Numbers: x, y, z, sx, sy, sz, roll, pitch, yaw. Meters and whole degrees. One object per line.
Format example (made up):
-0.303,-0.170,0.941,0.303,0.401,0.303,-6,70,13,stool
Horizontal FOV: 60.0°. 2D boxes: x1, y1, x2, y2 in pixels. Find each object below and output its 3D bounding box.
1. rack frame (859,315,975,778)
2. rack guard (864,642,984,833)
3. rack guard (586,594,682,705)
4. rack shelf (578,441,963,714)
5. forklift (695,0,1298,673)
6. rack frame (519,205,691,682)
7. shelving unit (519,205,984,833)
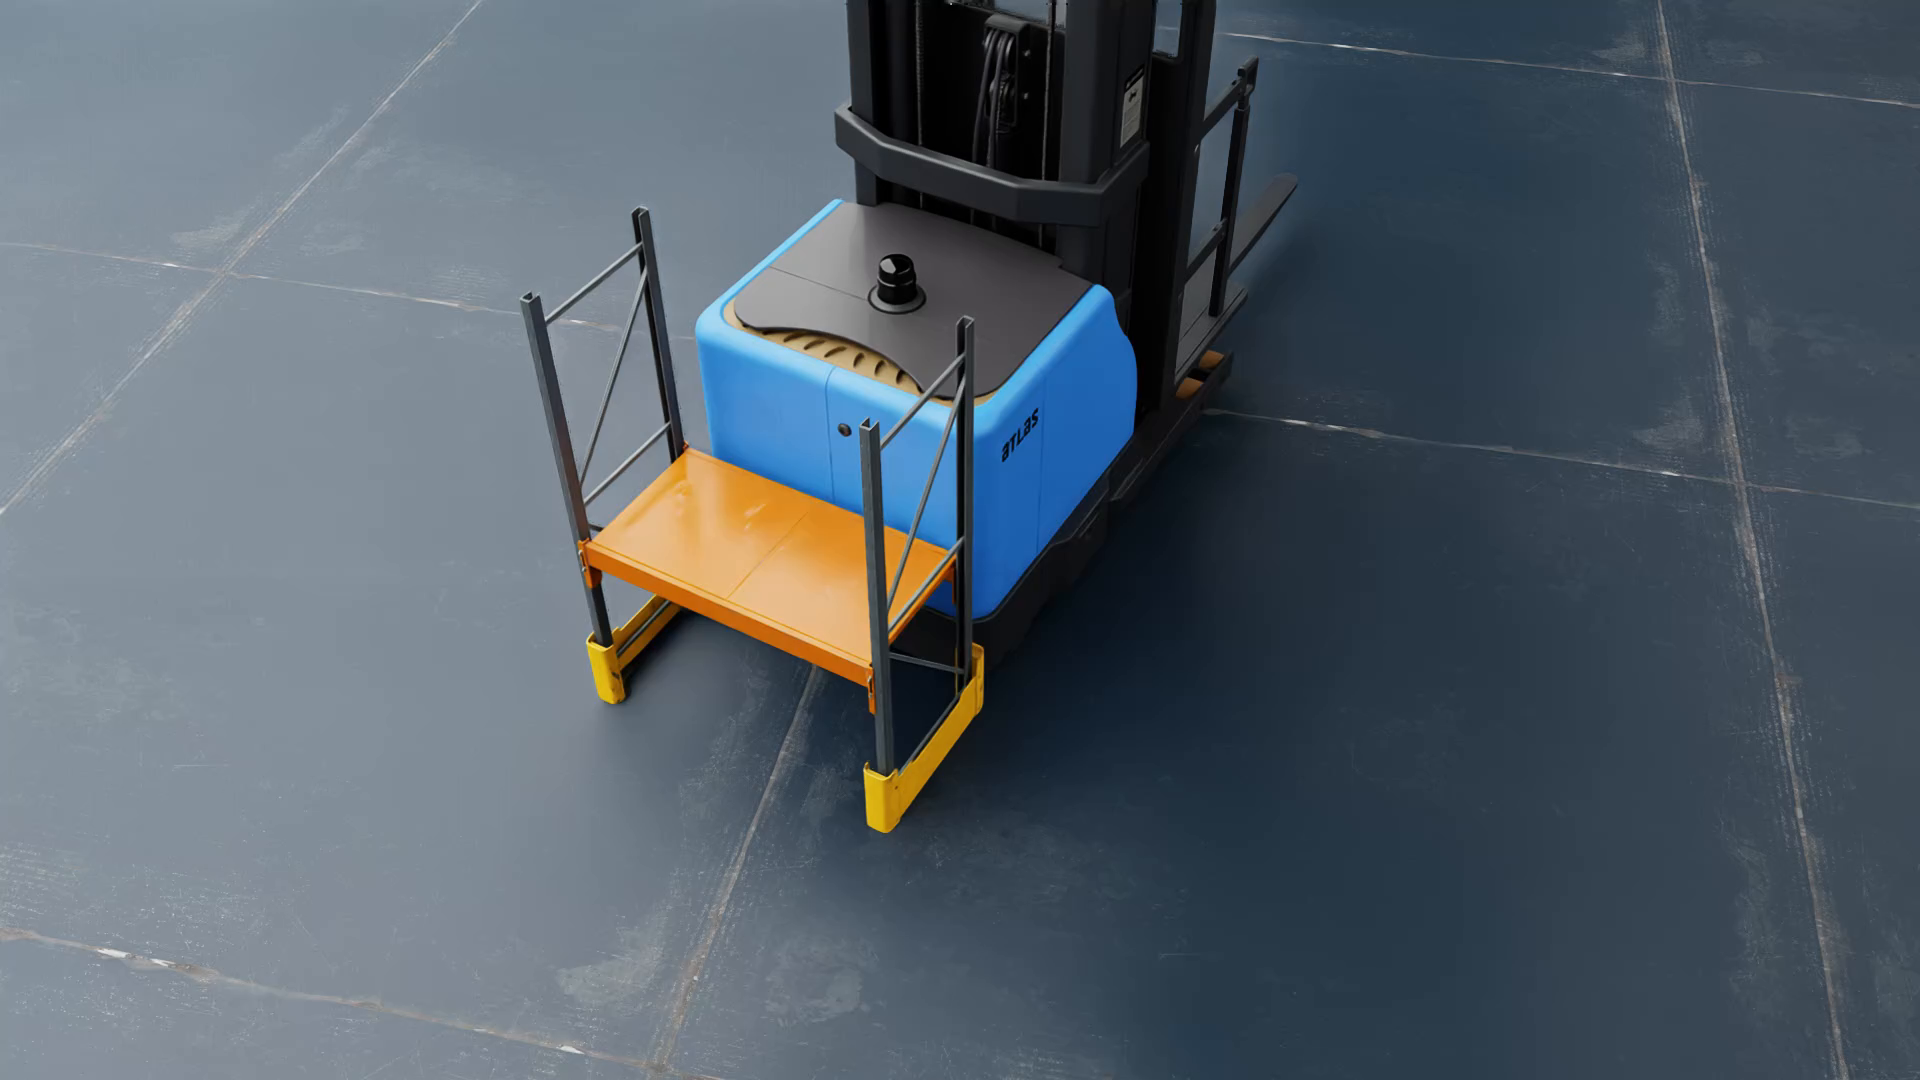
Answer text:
-0.099,0.131,4.532,0.032,1.500,0.500,22,48,21,rack frame
-0.100,0.581,4.966,0.087,0.250,0.587,22,48,21,rack guard
-0.966,0.240,5.320,0.087,0.250,0.587,22,48,21,rack guard
-0.541,0.087,4.838,1.000,0.185,0.538,22,48,21,rack shelf
0.378,-1.642,5.342,1.130,2.935,3.031,22,48,21,forklift
-0.983,-0.217,4.894,0.032,1.500,0.500,22,48,21,rack frame
-0.533,-0.040,4.710,1.083,1.500,0.587,22,48,21,shelving unit
